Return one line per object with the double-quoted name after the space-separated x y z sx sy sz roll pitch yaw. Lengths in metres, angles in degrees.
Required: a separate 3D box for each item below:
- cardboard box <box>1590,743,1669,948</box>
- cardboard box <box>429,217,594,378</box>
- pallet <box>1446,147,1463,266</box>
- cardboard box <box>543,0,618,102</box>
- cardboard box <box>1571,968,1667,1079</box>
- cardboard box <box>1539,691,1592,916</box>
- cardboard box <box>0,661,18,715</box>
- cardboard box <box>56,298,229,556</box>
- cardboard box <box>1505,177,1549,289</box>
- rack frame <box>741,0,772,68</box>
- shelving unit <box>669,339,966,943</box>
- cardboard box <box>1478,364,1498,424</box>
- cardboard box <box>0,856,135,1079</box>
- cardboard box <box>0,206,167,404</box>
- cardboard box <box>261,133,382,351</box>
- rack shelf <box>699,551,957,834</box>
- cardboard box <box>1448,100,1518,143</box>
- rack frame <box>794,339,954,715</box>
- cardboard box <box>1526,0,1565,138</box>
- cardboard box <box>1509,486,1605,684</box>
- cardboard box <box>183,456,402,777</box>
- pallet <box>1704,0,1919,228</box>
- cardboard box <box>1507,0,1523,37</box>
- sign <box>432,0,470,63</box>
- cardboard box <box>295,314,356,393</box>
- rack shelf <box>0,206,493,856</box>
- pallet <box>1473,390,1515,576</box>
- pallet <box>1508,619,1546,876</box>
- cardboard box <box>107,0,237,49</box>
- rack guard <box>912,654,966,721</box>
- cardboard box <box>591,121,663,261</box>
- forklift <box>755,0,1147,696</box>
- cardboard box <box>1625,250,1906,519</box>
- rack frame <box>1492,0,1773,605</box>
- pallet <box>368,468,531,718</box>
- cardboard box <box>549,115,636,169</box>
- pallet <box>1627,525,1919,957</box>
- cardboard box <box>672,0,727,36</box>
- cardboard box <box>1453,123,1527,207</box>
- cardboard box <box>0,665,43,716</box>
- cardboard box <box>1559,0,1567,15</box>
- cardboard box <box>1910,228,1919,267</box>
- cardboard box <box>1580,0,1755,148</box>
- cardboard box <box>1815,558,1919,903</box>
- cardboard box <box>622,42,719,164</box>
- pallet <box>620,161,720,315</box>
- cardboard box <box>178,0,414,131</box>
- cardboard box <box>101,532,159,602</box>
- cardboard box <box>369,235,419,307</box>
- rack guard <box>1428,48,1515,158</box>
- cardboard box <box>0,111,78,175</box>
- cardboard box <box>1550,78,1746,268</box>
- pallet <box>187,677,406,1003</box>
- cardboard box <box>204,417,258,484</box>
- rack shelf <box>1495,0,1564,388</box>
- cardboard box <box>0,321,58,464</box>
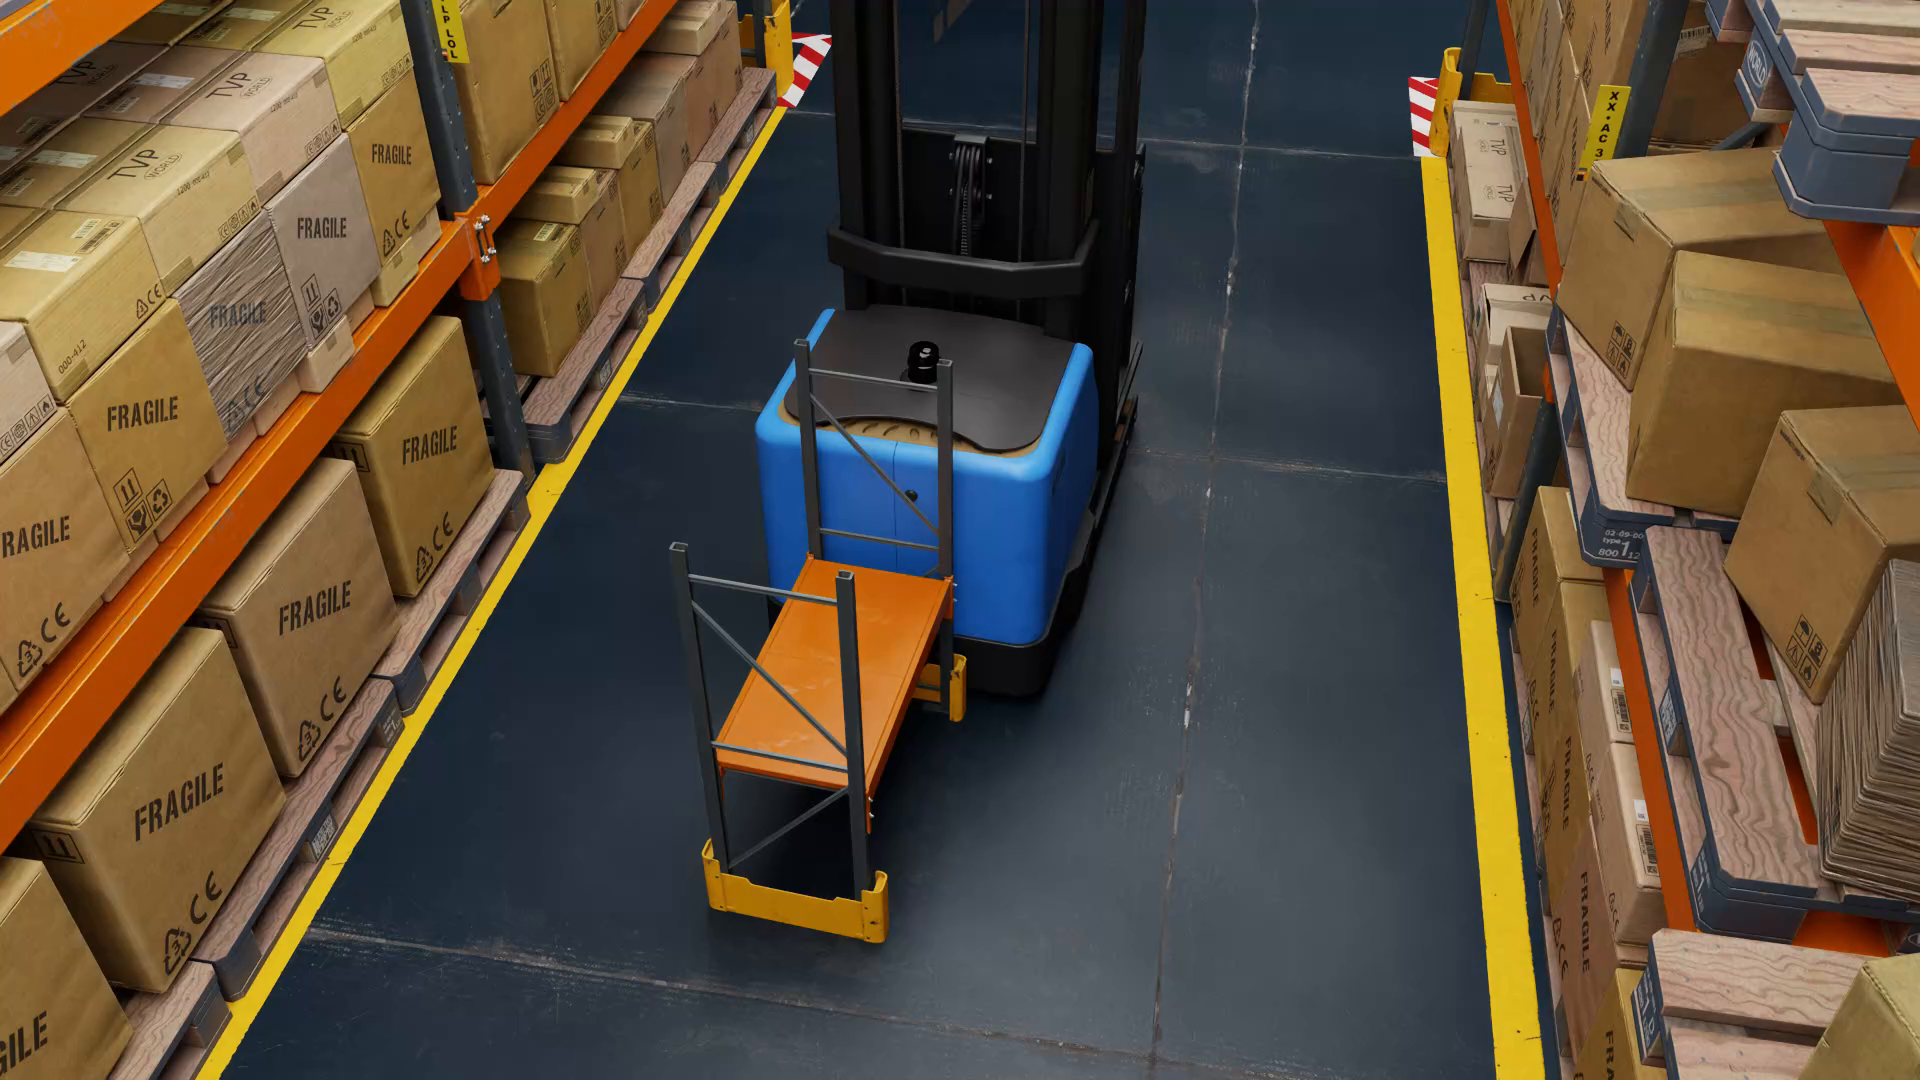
1.993 0.829 4.422 0.500 0.250 0.500 6 40 7 "cardboard box"
-2.073 -1.096 7.353 0.700 0.500 0.500 7 40 8 "cardboard box"
3.119 -1.783 8.741 1.003 0.211 1.213 6 40 8 "pallet"
-2.061 -2.351 7.004 0.980 0.700 0.700 5 40 7 "cardboard box"
1.905 1.471 4.233 0.500 0.500 0.500 5 40 6 "cardboard box"
2.078 0.824 5.016 0.500 0.500 0.500 7 40 8 "cardboard box"
-2.559 0.306 3.698 0.500 0.500 0.500 8 40 9 "cardboard box"
-2.390 -0.333 4.471 0.500 0.500 0.500 7 40 9 "cardboard box"
2.897 -1.282 7.561 0.797 0.503 0.637 6 40 8 "cardboard box"
-1.611 -3.949 9.173 1.000 3.000 0.127 6 40 8 "rack frame"
-0.391 0.312 5.196 0.587 1.500 1.083 9 40 11 "shelving unit"
2.401 -0.597 7.010 0.380 0.149 0.250 6 40 8 "cardboard box"
-2.739 1.291 4.192 0.750 0.750 0.750 6 40 7 "cardboard box"
-2.406 -0.608 4.215 0.500 0.250 0.500 6 40 7 "cardboard box"
-2.213 -0.961 5.231 0.500 0.500 0.500 7 40 8 "cardboard box"
-0.393 0.456 5.304 0.538 0.185 1.000 9 40 11 "rack shelf"
2.858 -2.252 9.011 0.380 0.149 0.250 6 40 8 "cardboard box"
-0.268 0.003 5.569 0.500 1.500 0.032 9 40 11 "rack frame"
2.585 -1.922 6.642 0.500 0.500 0.500 7 40 9 "cardboard box"
2.253 0.175 5.800 0.500 0.500 0.500 5 40 6 "cardboard box"
-2.438 0.208 5.502 0.750 0.750 0.750 8 40 9 "cardboard box"
2.218 -0.926 3.310 1.213 0.211 1.003 6 40 8 "pallet"
2.758 -2.556 7.409 0.500 0.500 0.500 6 40 8 "cardboard box"
-1.767 -1.801 5.728 0.100 0.325 0.005 6 40 8 "sign"
-2.180 -0.616 5.322 0.380 0.149 0.250 6 40 8 "cardboard box"
-2.649 0.093 4.848 1.077 0.370 4.000 6 40 8 "rack shelf"
2.696 -0.251 6.889 1.003 0.211 1.213 6 40 8 "pallet"
2.473 0.694 5.745 1.003 0.211 1.213 6 40 8 "pallet"
-2.639 -1.629 5.450 0.500 0.250 0.500 8 40 9 "cardboard box"
-0.268 0.486 5.966 0.587 0.250 0.087 9 40 11 "rack guard"
-1.891 -1.732 8.123 0.700 0.500 0.500 7 40 9 "cardboard box"
0.157 -1.518 6.286 1.130 2.935 3.031 9 40 11 "forklift"
2.218 -0.384 4.453 0.700 0.500 0.500 12 41 15 "cardboard box"
2.576 -0.895 5.479 1.000 3.000 0.127 6 40 8 "rack frame"
-2.362 0.128 6.429 1.003 0.211 1.213 6 40 8 "pallet"
-1.744 -1.868 7.778 0.380 0.149 0.250 5 40 6 "cardboard box"
2.216 0.468 3.980 1.003 0.211 1.213 6 40 8 "pallet"
-1.476 -2.847 8.962 0.380 0.149 0.250 6 40 7 "cardboard box"
2.809 -1.892 8.497 0.500 0.250 0.500 6 40 8 "cardboard box"
-2.570 0.329 4.179 0.380 0.149 0.250 7 40 9 "cardboard box"
2.582 -2.303 6.318 0.500 0.500 0.500 7 40 8 "cardboard box"
2.105 -0.503 2.572 0.910 0.500 0.500 6 40 8 "cardboard box"
2.409 -1.665 5.547 0.500 0.500 0.500 7 40 8 "cardboard box"
2.229 0.454 3.439 0.700 0.500 0.500 14 42 16 "cardboard box"
-1.720 -2.384 8.911 0.700 0.500 0.500 6 40 8 "cardboard box"
-1.886 -1.601 8.521 1.003 0.211 1.213 6 40 8 "pallet"
-2.132 -1.568 5.376 0.500 0.250 0.500 7 40 9 "cardboard box"
-2.455 0.015 4.559 0.380 0.149 0.250 7 40 8 "cardboard box"
-2.103 -0.946 5.721 0.380 0.149 0.250 7 40 8 "cardboard box"
3.256 -2.395 9.254 1.175 0.500 0.348 6 40 8 "rack guard"
-2.805 -0.985 4.671 0.500 0.250 0.500 5 40 6 "cardboard box"
2.410 -1.276 5.861 0.500 0.500 0.500 7 40 8 "cardboard box"
-2.571 0.896 5.501 1.003 0.211 1.213 6 40 8 "pallet"
-2.346 -0.314 4.957 0.380 0.149 0.250 5 40 6 "cardboard box"
2.923 -1.873 7.226 1.077 0.370 4.000 6 40 8 "rack shelf"
-2.488 -0.287 3.827 0.500 0.250 0.500 7 40 8 "cardboard box"
